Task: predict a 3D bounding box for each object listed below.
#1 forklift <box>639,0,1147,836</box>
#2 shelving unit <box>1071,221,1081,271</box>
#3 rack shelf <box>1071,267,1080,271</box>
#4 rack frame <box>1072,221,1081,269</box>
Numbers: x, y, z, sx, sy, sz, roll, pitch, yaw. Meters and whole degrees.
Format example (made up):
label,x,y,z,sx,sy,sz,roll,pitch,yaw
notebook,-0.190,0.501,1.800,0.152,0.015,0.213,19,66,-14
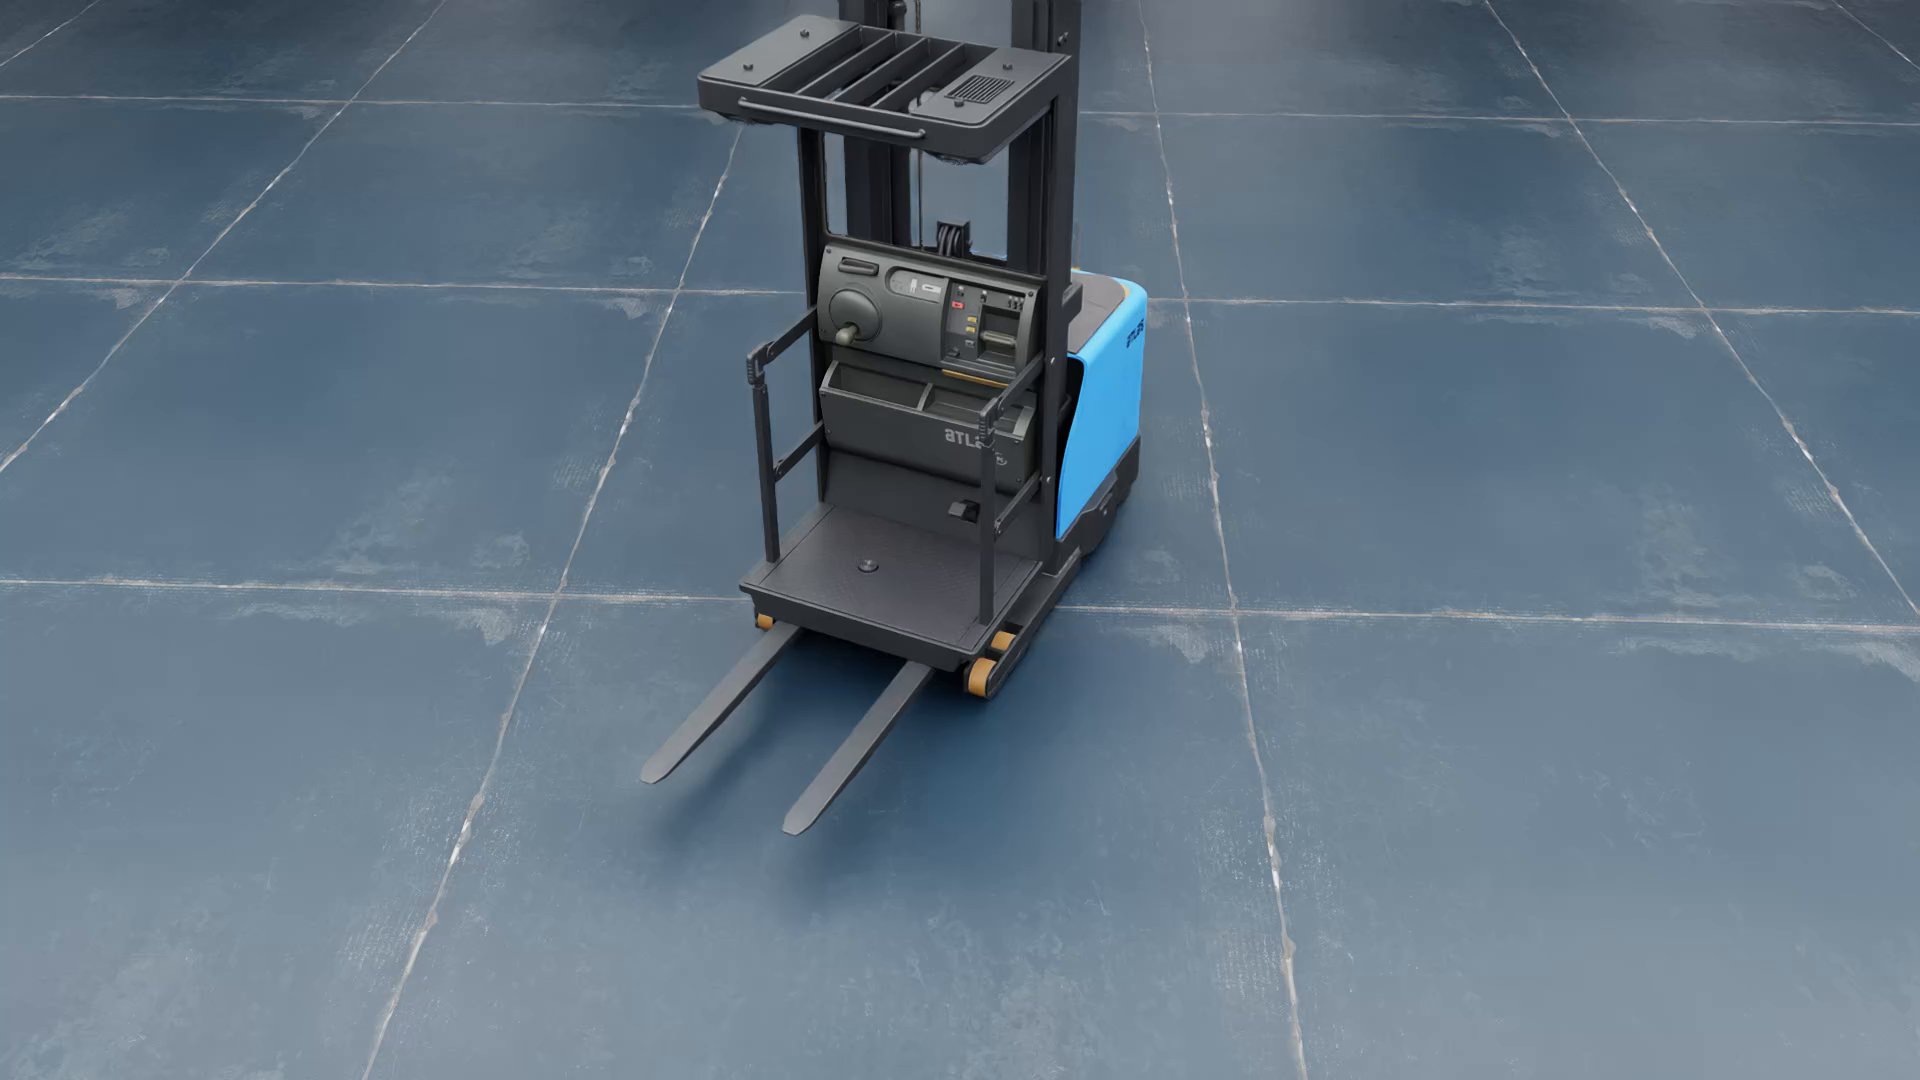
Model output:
label,x,y,z,sx,sy,sz,roll,pitch,yaw
forklift,-0.227,-0.839,6.395,1.130,2.935,3.031,15,38,21
shelving unit,0.420,-0.980,8.102,0.258,1.200,0.189,15,38,21
rack shelf,0.420,-1.239,7.920,0.258,0.103,0.180,15,38,21
rack frame,0.460,-1.028,8.169,0.240,1.200,0.006,15,38,21
